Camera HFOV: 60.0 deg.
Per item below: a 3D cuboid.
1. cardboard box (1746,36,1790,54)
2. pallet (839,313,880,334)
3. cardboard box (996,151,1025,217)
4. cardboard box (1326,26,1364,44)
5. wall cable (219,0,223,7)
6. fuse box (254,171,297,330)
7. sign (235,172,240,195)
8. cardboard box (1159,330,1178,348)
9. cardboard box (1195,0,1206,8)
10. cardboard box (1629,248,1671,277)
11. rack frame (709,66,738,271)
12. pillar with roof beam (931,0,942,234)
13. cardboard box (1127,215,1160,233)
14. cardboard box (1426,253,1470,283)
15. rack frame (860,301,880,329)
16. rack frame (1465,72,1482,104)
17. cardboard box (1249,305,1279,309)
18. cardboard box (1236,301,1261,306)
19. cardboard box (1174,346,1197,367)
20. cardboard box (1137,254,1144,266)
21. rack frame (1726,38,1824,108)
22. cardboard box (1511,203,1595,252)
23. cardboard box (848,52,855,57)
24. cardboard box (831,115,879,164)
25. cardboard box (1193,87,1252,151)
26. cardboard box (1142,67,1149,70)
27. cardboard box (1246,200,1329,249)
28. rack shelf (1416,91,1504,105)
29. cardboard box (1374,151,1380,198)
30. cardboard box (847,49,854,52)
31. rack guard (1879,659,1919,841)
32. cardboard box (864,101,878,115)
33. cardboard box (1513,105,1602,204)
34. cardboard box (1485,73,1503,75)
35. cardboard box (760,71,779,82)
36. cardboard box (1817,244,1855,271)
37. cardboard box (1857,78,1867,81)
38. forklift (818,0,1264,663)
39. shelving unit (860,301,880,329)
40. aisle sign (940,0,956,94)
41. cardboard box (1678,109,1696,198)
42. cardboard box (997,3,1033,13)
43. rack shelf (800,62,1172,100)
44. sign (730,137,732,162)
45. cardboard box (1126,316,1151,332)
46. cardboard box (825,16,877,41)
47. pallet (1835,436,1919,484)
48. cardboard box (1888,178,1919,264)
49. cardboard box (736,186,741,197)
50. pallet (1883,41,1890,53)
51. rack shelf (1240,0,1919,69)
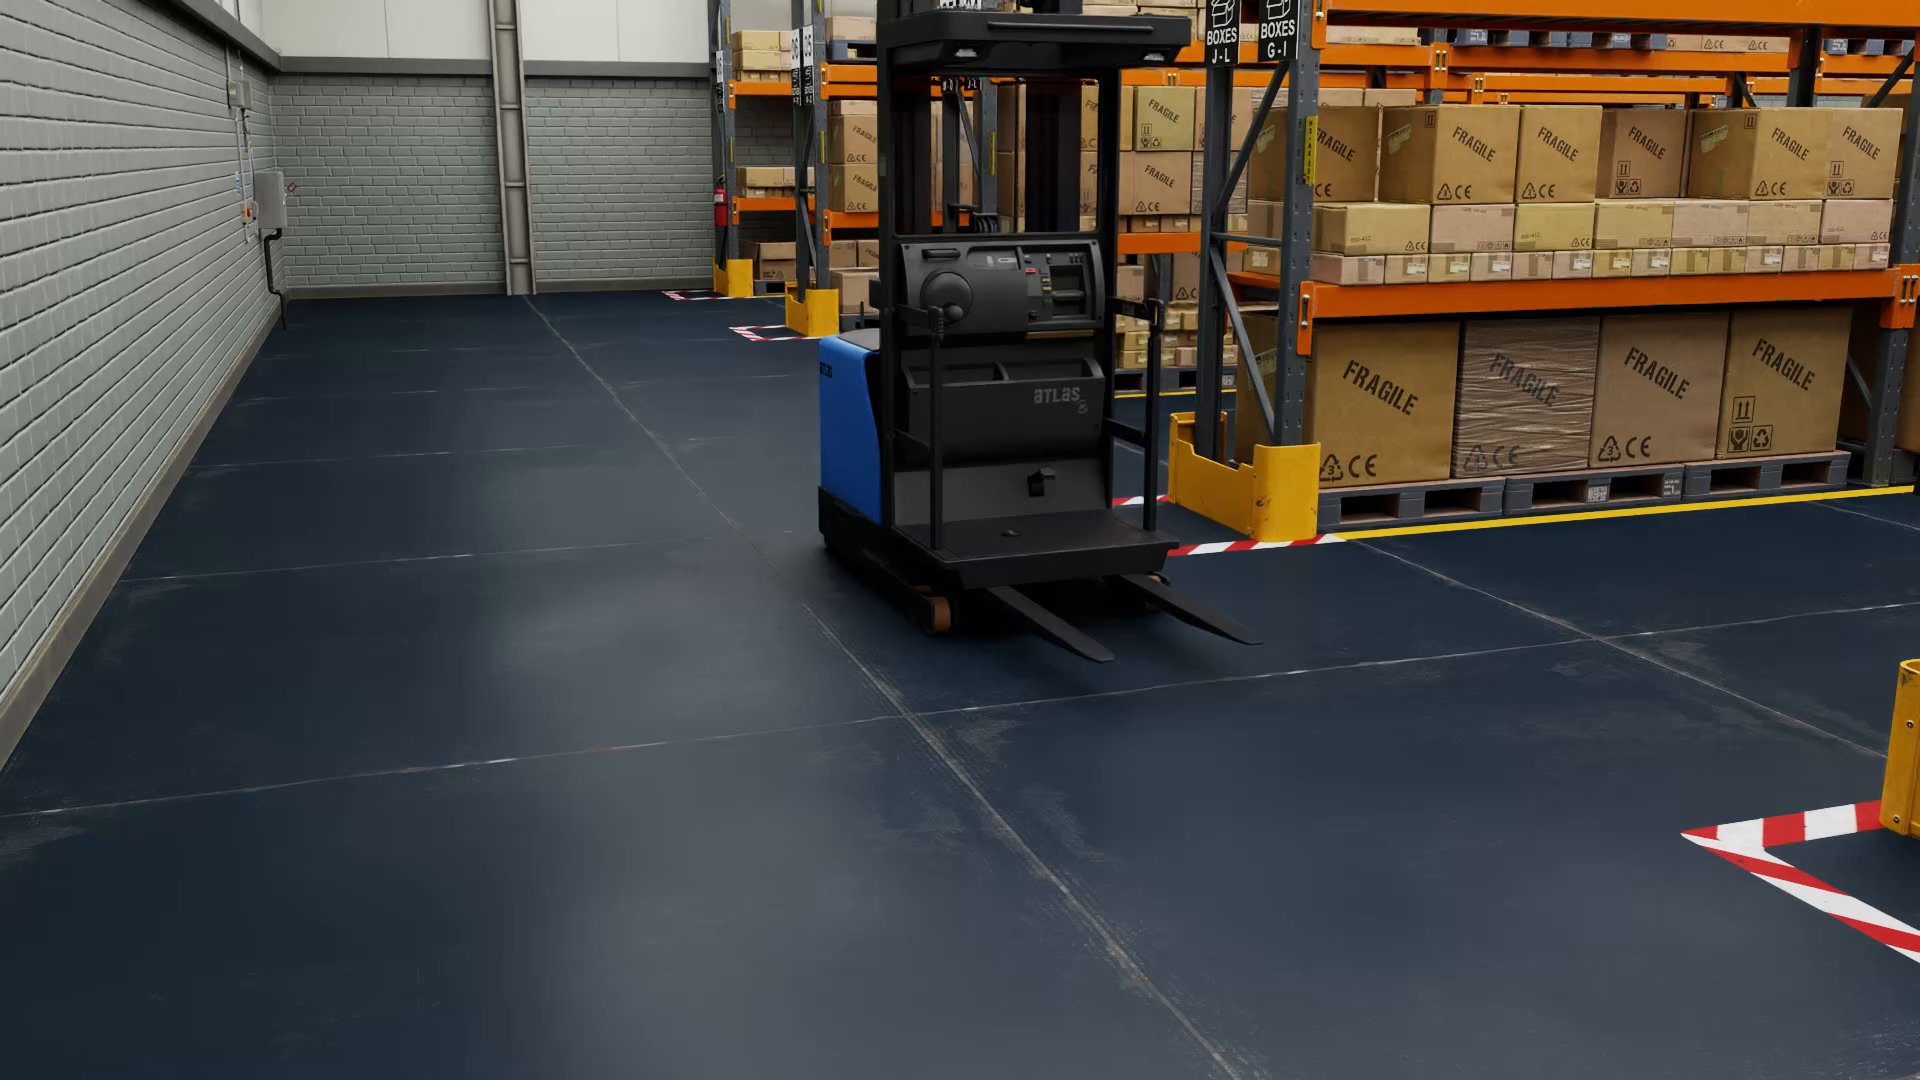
[{"bbox_3d":[7.190,-4.679,15.132,0.500,0.500,0.500,-4,14,-18],"label":"cardboard box"},{"bbox_3d":[-0.873,-2.476,18.596,1.213,0.211,1.003,-4,14,-18],"label":"pallet"},{"bbox_3d":[0.582,-2.844,13.259,0.500,0.500,0.500,-4,14,-15],"label":"cardboard box"},{"bbox_3d":[3.003,-4.230,13.786,0.500,0.250,0.500,-4,14,-18],"label":"cardboard box"},{"bbox_3d":[-6.908,-6.193,15.234,0.029,3.000,0.463,-4,14,-18],"label":"wall cable"},{"bbox_3d":[-7.475,-3.180,18.313,0.414,1.711,0.539,-4,14,-18],"label":"fuse box"},{"bbox_3d":[-6.986,-3.452,16.087,0.001,0.218,0.327,-4,14,-18],"label":"sign"},{"bbox_3d":[1.627,-1.704,13.933,0.250,0.149,0.380,-5,14,-21],"label":"cardboard box"},{"bbox_3d":[2.023,-4.394,13.396,0.500,0.250,0.500,-5,14,-20],"label":"cardboard box"},{"bbox_3d":[3.702,-1.548,9.212,0.250,0.149,0.380,-4,14,-17],"label":"cardboard box"},{"bbox_3d":[-3.193,-4.845,22.529,0.127,3.000,1.000,-4,14,-18],"label":"rack frame"},{"bbox_3d":[1.024,-7.261,19.721,0.400,9.000,9.100,-4,14,-18],"label":"pillar with roof beam"},{"bbox_3d":[1.447,-2.608,13.667,0.250,0.149,0.380,-5,14,-19],"label":"cardboard box"},{"bbox_3d":[2.481,-1.453,8.811,0.250,0.149,0.380,-5,14,-19],"label":"cardboard box"},{"bbox_3d":[-0.425,-0.652,8.791,0.240,1.200,0.006,9,16,35],"label":"rack frame"},{"bbox_3d":[5.976,-4.347,20.435,0.127,3.000,1.000,-4,14,-18],"label":"rack frame"},{"bbox_3d":[2.644,-1.907,14.146,0.250,0.149,0.380,-5,14,-21],"label":"cardboard box"},{"bbox_3d":[2.456,-2.038,14.698,0.250,0.149,0.380,-4,14,-17],"label":"cardboard box"},{"bbox_3d":[1.875,-1.555,13.951,0.250,0.149,0.380,-5,14,-21],"label":"cardboard box"},{"bbox_3d":[2.598,-4.229,24.433,0.500,0.500,0.500,-5,14,-20],"label":"cardboard box"},{"bbox_3d":[7.651,-3.269,15.903,0.127,3.000,1.000,-4,14,-18],"label":"rack frame"},{"bbox_3d":[3.063,-1.707,9.019,0.500,0.250,0.500,-5,14,-20],"label":"cardboard box"},{"bbox_3d":[-1.721,-6.426,22.374,0.500,0.250,0.500,-5,14,-20],"label":"cardboard box"},{"bbox_3d":[-1.060,-4.264,17.712,0.500,0.500,0.500,-5,14,-19],"label":"cardboard box"},{"bbox_3d":[2.037,-3.443,13.618,0.500,0.500,0.500,-5,14,-20],"label":"cardboard box"},{"bbox_3d":[2.752,-6.953,24.374,0.250,0.149,0.380,-5,14,-19],"label":"cardboard box"},{"bbox_3d":[1.929,-1.749,9.194,0.500,0.250,0.500,-5,14,-19],"label":"cardboard box"},{"bbox_3d":[6.285,-6.692,25.368,4.000,0.370,1.077,-4,14,-18],"label":"rack shelf"},{"bbox_3d":[3.491,-3.069,14.205,0.500,0.500,0.500,-4,14,-18],"label":"cardboard box"},{"bbox_3d":[-1.732,-6.670,22.322,0.500,0.250,0.500,-5,14,-19],"label":"cardboard box"},{"bbox_3d":[3.115,0.724,4.519,0.348,0.500,1.175,-4,14,-18],"label":"rack guard"},{"bbox_3d":[-0.956,-4.608,17.753,0.250,0.149,0.380,-4,14,-17],"label":"cardboard box"},{"bbox_3d":[3.058,-2.072,8.933,0.500,0.500,0.500,-5,14,-20],"label":"cardboard box"},{"bbox_3d":[6.329,-5.670,20.058,0.250,0.149,0.380,-4,14,-18],"label":"cardboard box"},{"bbox_3d":[-2.576,-6.179,22.201,0.250,0.149,0.380,-4,14,-17],"label":"cardboard box"},{"bbox_3d":[4.917,-1.643,9.609,0.250,0.149,0.380,-4,14,-17],"label":"cardboard box"},{"bbox_3d":[11.605,-6.062,21.707,0.250,0.149,0.380,-4,14,-18],"label":"cardboard box"},{"bbox_3d":[0.271,-1.135,7.080,1.130,2.935,3.031,-5,14,-20],"label":"forklift"},{"bbox_3d":[-0.372,-0.669,8.863,0.258,1.200,0.189,9,16,35],"label":"shelving unit"},{"bbox_3d":[-0.097,-4.003,13.373,0.004,0.787,0.394,-4,14,-18],"label":"aisle sign"},{"bbox_3d":[4.341,-2.301,9.894,0.500,0.500,0.500,-4,14,-18],"label":"cardboard box"},{"bbox_3d":[0.575,-4.042,12.994,0.500,0.250,0.500,-4,14,-16],"label":"cardboard box"},{"bbox_3d":[0.289,-5.013,18.310,4.000,0.370,1.077,-4,14,-18],"label":"rack shelf"},{"bbox_3d":[-3.020,-5.147,21.928,0.005,0.325,0.100,-4,14,-18],"label":"sign"},{"bbox_3d":[1.384,-1.823,13.792,0.250,0.149,0.380,-5,14,-21],"label":"cardboard box"},{"bbox_3d":[-1.208,-5.449,17.786,0.500,0.250,0.500,-6,15,-23],"label":"cardboard box"},{"bbox_3d":[6.053,-0.595,10.688,1.213,0.211,1.003,-4,14,-18],"label":"pallet"},{"bbox_3d":[5.861,-1.906,9.957,0.500,0.500,0.500,-4,14,-18],"label":"cardboard box"},{"bbox_3d":[-2.964,-4.806,22.908,0.250,0.149,0.380,-5,14,-19],"label":"cardboard box"},{"bbox_3d":[9.303,-4.778,16.176,1.213,0.211,1.003,-4,14,-15],"label":"pallet"},{"bbox_3d":[3.450,-2.840,9.172,4.000,0.370,1.077,-4,14,-18],"label":"rack shelf"}]
